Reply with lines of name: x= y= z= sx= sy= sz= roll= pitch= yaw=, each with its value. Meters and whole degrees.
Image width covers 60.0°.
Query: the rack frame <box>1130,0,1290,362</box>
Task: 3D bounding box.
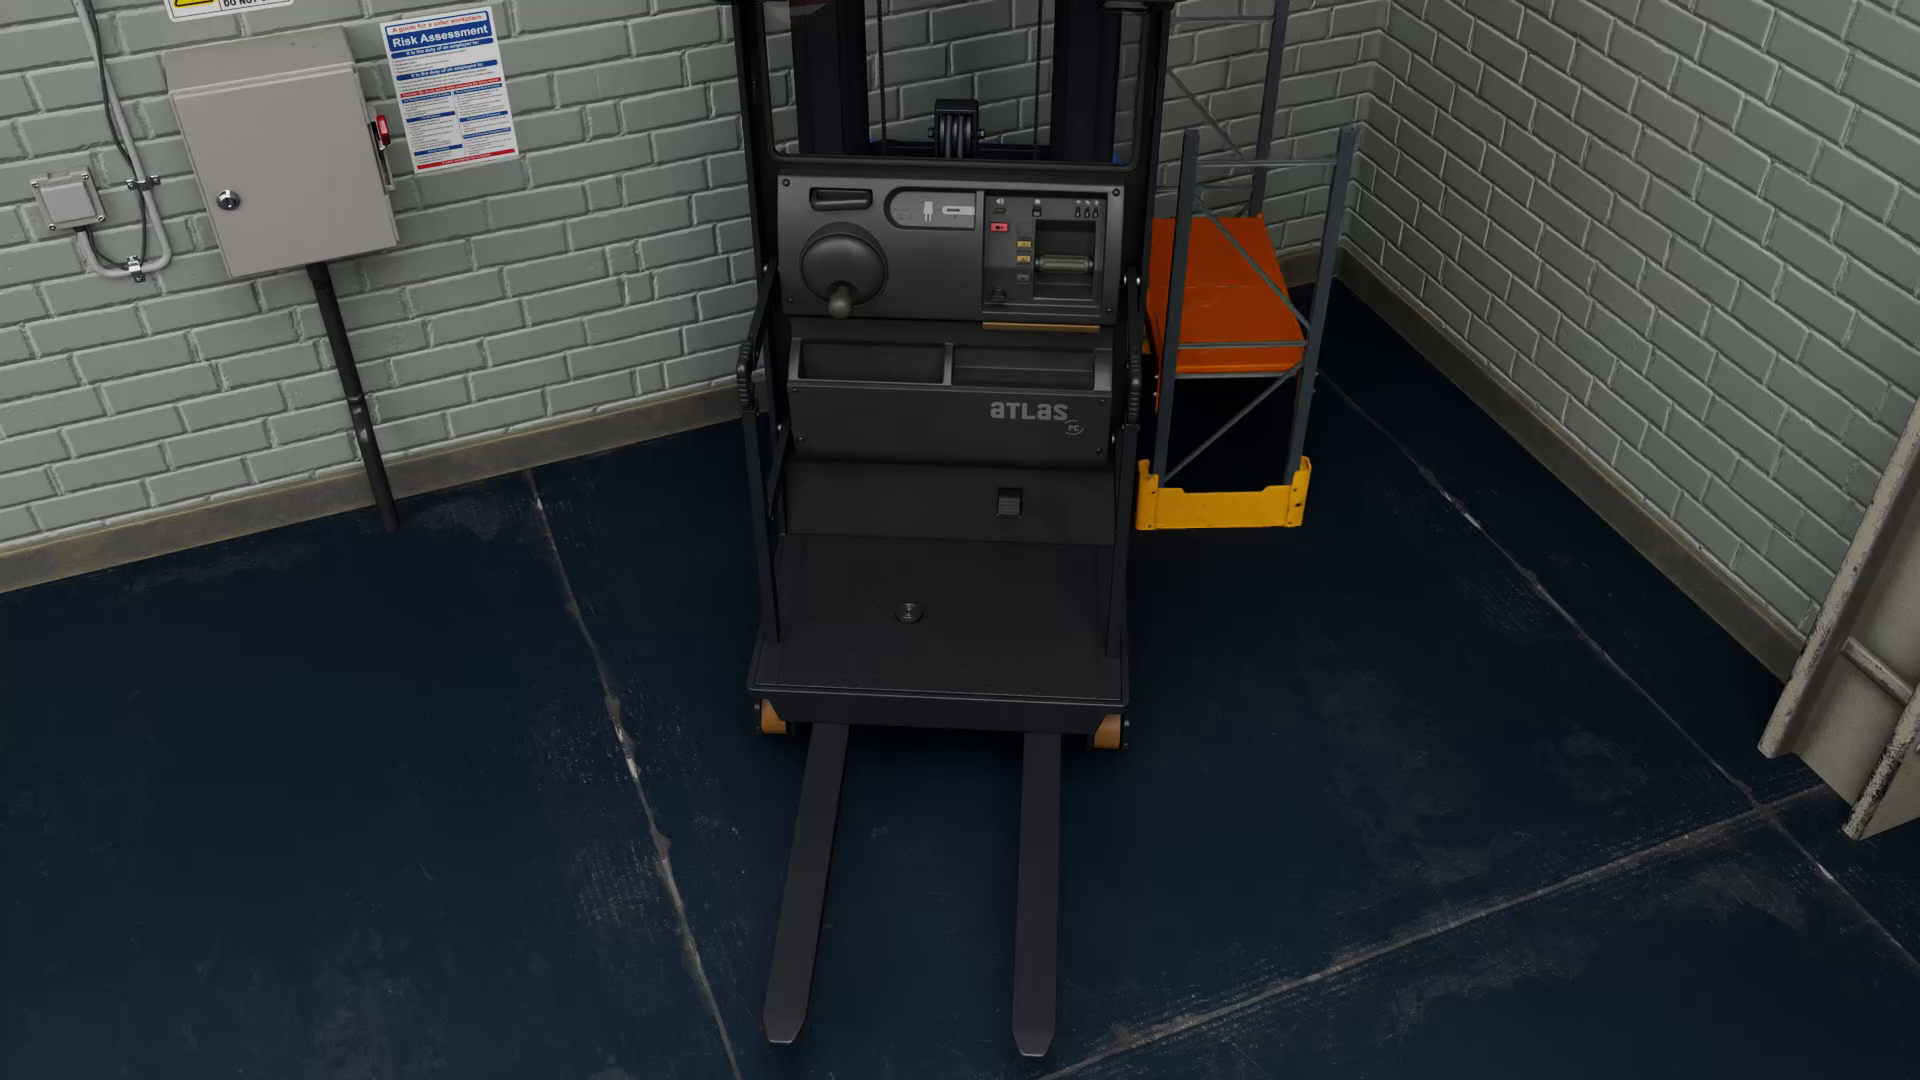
rack frame: x=0.865 y=-1.285 z=6.094 sx=0.500 sy=1.500 sz=0.032 roll=-1 pitch=41 yaw=-2

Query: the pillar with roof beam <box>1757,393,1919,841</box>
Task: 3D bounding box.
pillar with roof beam: x=-1.354 y=-1.635 z=0.749 sx=9.100 sy=9.000 sz=0.400 roll=-15 pitch=43 yaw=-17

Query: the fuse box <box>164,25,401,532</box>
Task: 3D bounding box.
fuse box: x=-1.945 y=-0.683 z=5.232 sx=0.539 sy=1.711 sz=0.414 roll=-15 pitch=43 yaw=-17

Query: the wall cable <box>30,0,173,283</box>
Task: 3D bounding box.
wall cable: x=-2.636 y=-1.481 z=4.393 sx=0.588 sy=1.984 sz=0.122 roll=-15 pitch=43 yaw=-17

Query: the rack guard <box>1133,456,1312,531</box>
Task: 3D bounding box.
rack guard: x=0.902 y=-0.161 z=5.745 sx=0.587 sy=0.250 sz=0.087 roll=-1 pitch=41 yaw=-2

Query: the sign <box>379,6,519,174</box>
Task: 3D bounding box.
sign: x=-1.568 y=-1.384 z=5.131 sx=0.329 sy=0.494 sz=0.001 roll=-15 pitch=43 yaw=-17

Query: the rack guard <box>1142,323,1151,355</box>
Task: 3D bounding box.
rack guard: x=0.865 y=-0.810 z=6.500 sx=0.587 sy=0.250 sz=0.087 roll=-1 pitch=41 yaw=-2

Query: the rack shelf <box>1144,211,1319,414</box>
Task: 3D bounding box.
rack shelf: x=0.884 y=-0.817 z=5.826 sx=0.538 sy=0.185 sz=1.000 roll=-1 pitch=41 yaw=-2

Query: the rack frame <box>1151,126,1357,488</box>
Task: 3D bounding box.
rack frame: x=0.902 y=-0.622 z=5.323 sx=0.500 sy=1.500 sz=0.032 roll=-1 pitch=41 yaw=-2

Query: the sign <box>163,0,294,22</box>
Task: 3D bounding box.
sign: x=-2.075 y=-1.596 z=4.672 sx=0.339 sy=0.242 sz=0.001 roll=-15 pitch=43 yaw=-17

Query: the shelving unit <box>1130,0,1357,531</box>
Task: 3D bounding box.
shelving unit: x=0.884 y=-0.959 z=5.715 sx=0.587 sy=1.500 sz=1.083 roll=-1 pitch=41 yaw=-2

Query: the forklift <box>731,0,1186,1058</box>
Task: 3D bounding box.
forklift: x=-0.038 y=-0.706 z=4.322 sx=1.130 sy=2.935 sz=3.031 roll=2 pitch=41 yaw=3
